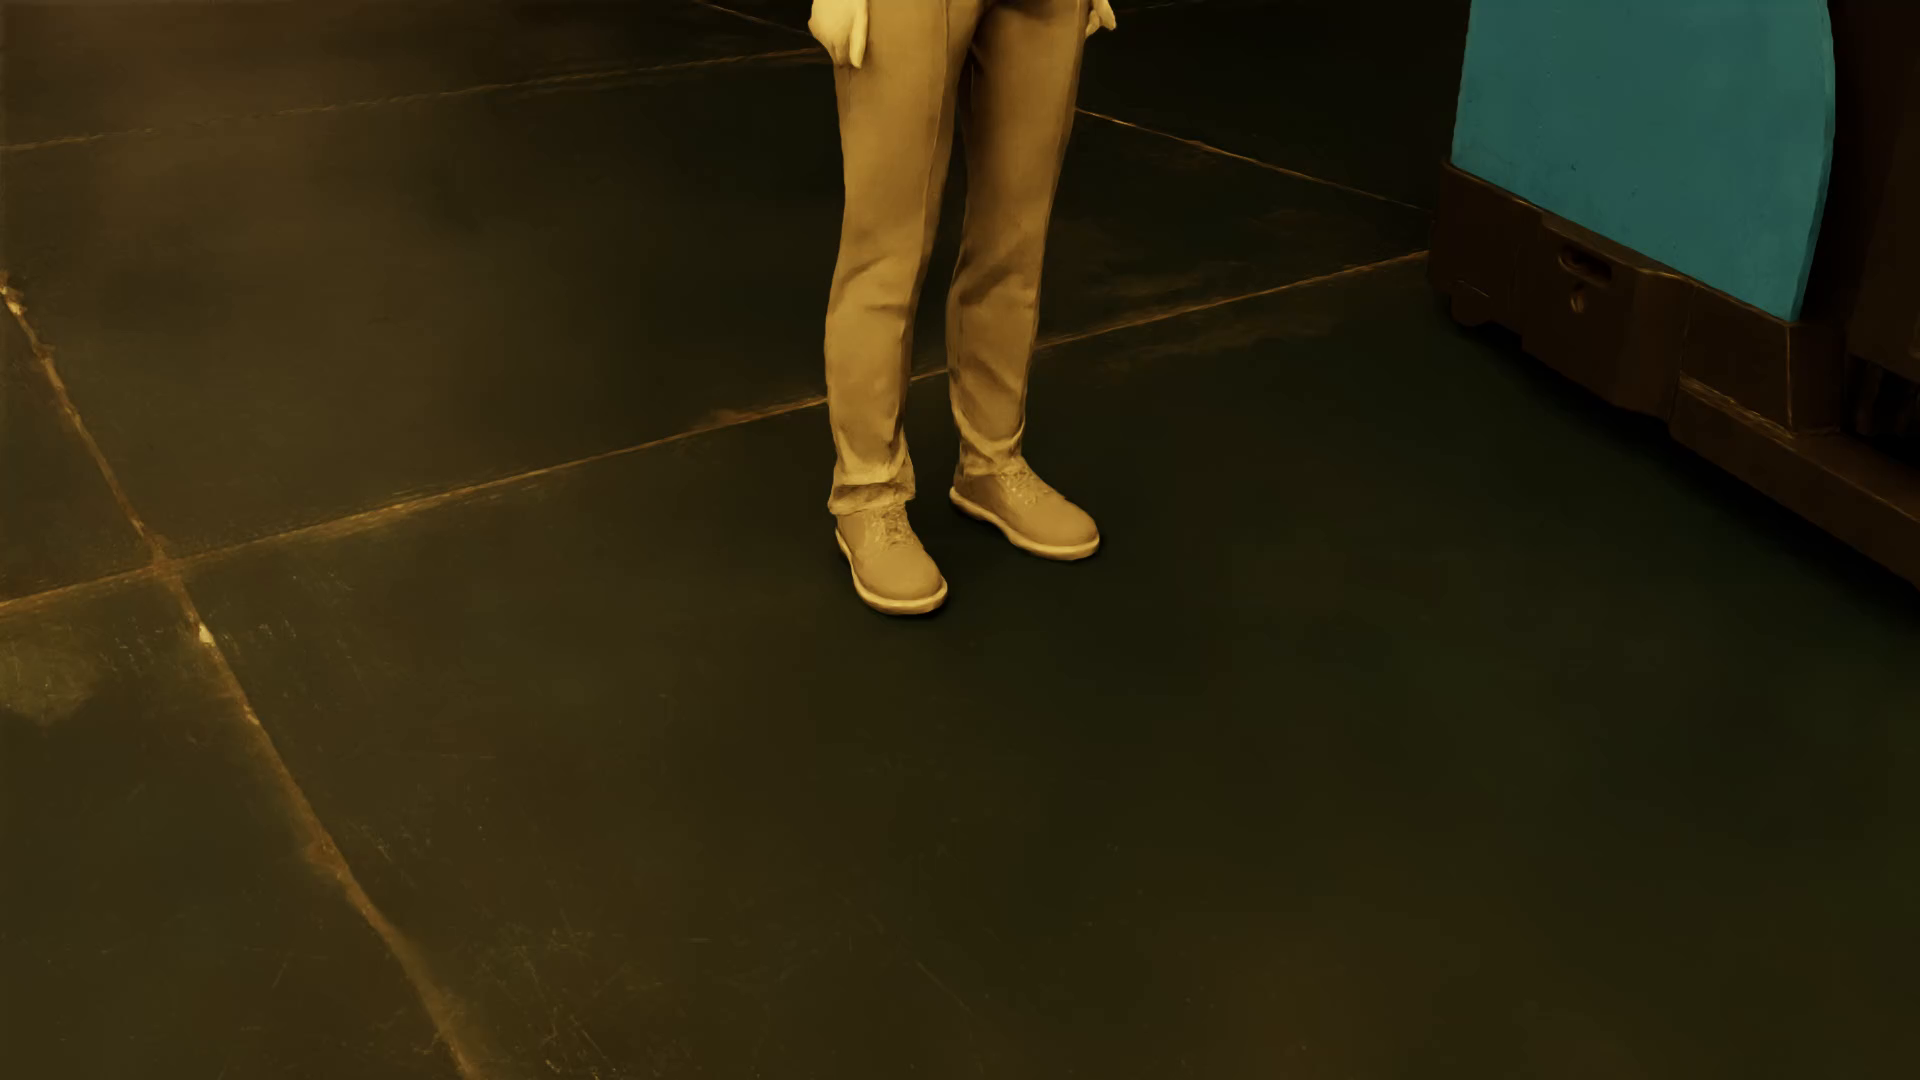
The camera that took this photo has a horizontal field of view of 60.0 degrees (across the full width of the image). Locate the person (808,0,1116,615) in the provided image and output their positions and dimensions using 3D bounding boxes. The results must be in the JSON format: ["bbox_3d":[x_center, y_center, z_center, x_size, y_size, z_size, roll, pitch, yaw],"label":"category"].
[{"bbox_3d":[0.010,-0.748,2.112,0.463,1.692,0.337,-17,31,-31],"label":"person"}]

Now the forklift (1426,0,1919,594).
[{"bbox_3d":[1.827,-1.213,1.649,1.130,2.935,3.031,-7,27,-13],"label":"forklift"}]
